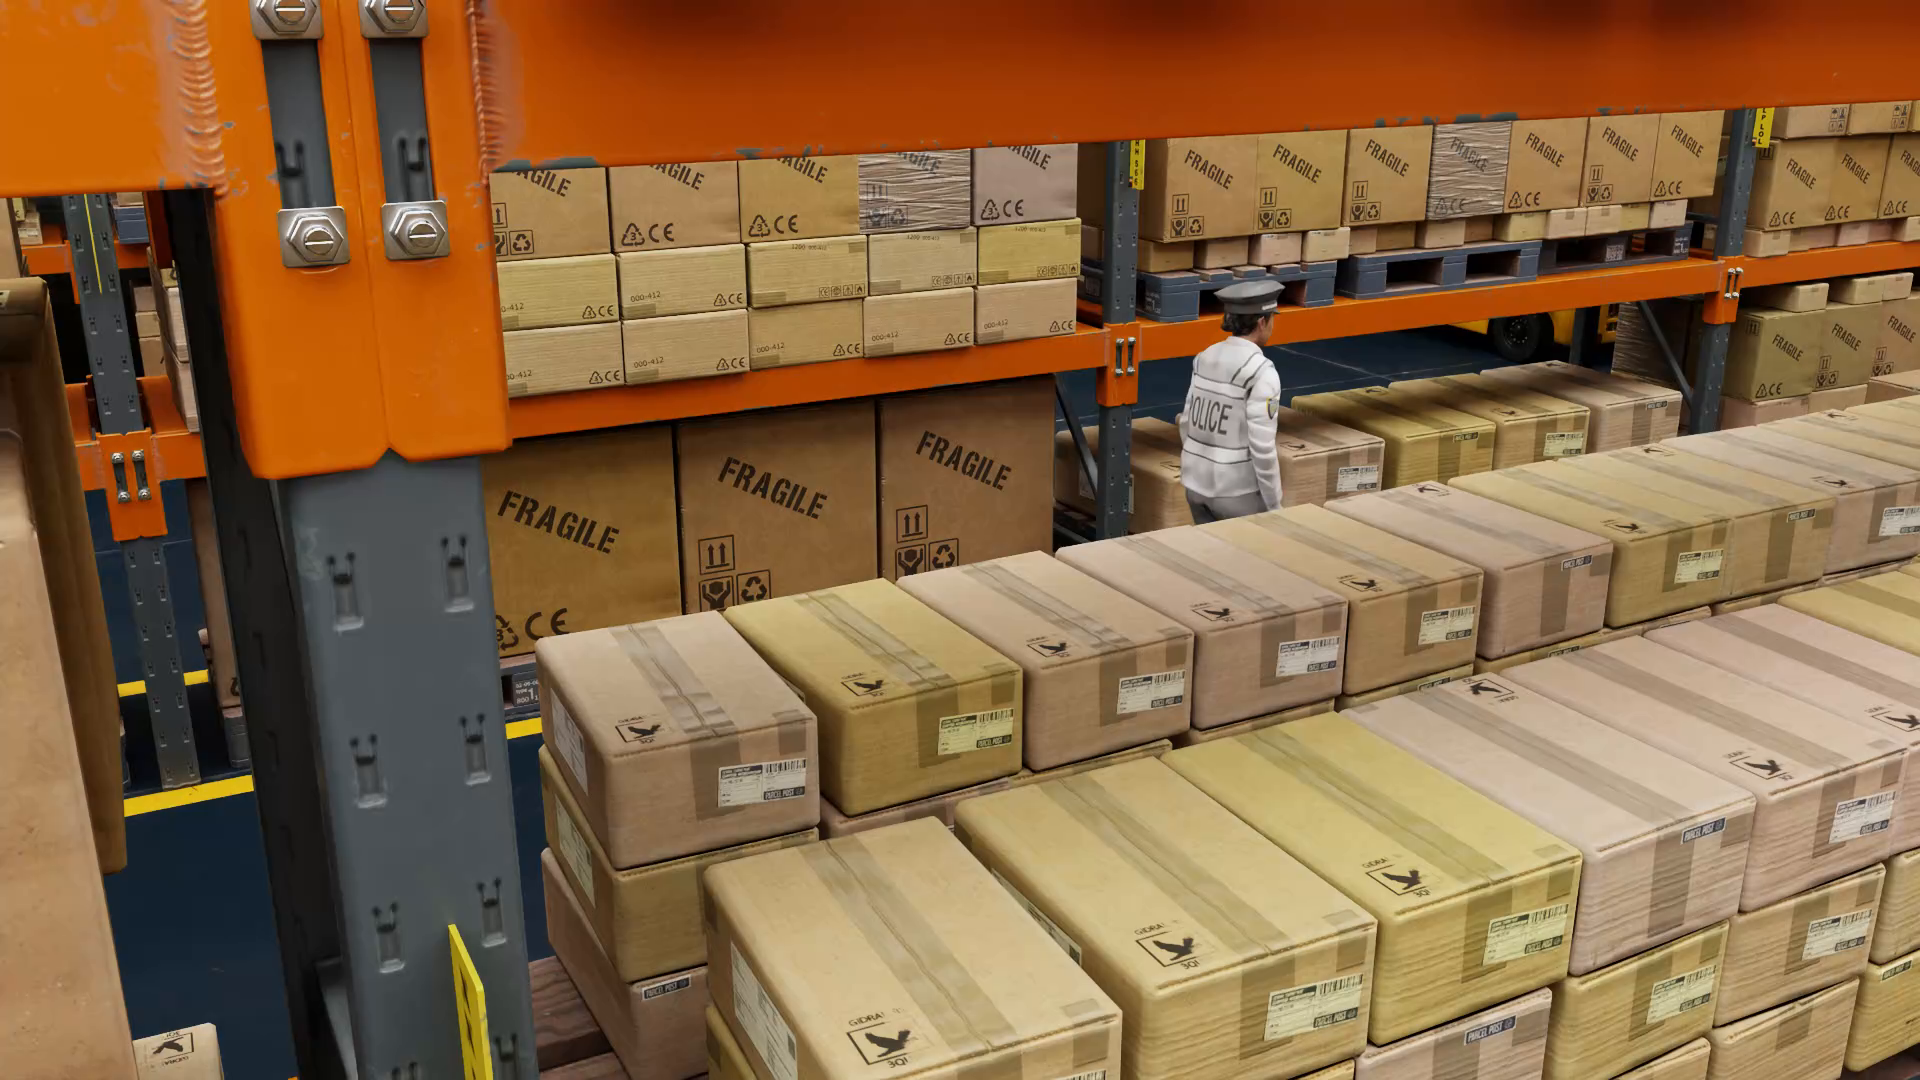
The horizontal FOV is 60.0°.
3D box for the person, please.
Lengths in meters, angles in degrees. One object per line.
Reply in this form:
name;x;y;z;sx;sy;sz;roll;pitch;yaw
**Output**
person;1.085;-0.192;6.627;0.375;1.662;0.527;-11;21;-29
